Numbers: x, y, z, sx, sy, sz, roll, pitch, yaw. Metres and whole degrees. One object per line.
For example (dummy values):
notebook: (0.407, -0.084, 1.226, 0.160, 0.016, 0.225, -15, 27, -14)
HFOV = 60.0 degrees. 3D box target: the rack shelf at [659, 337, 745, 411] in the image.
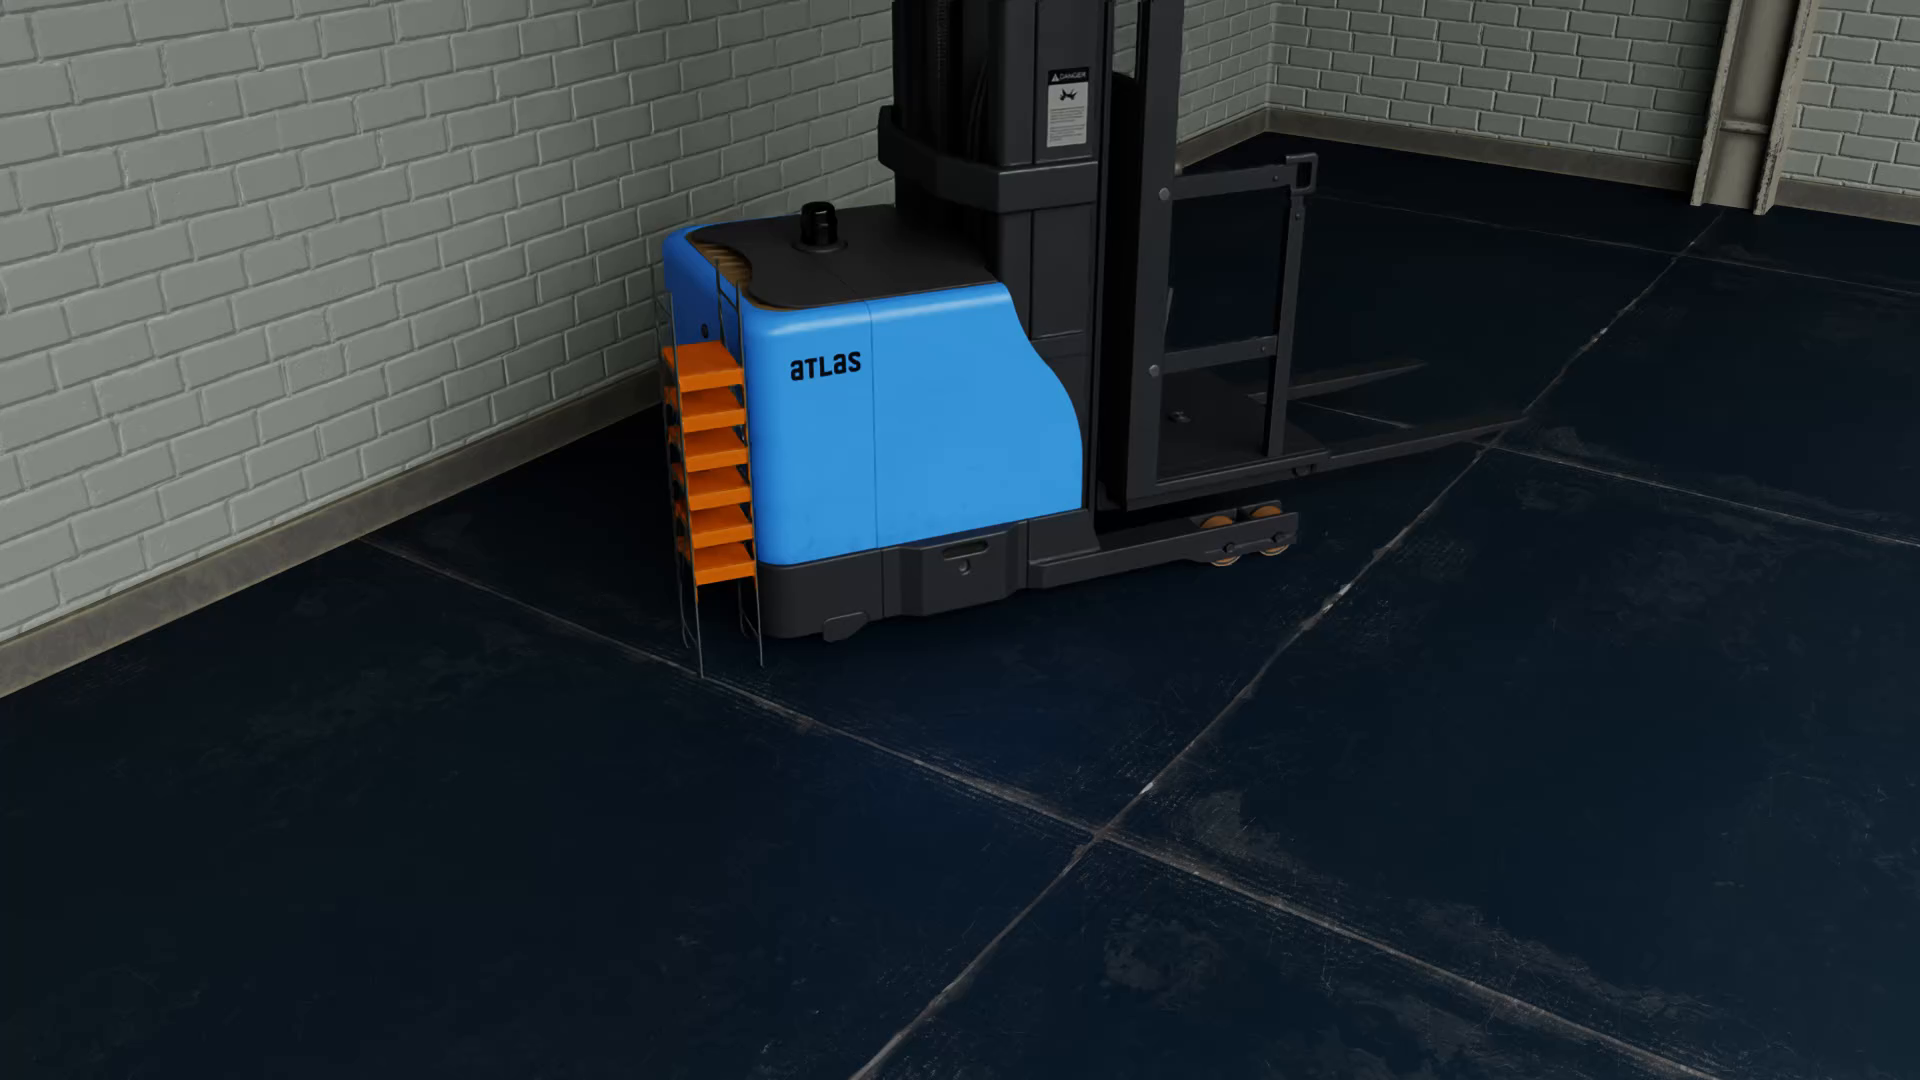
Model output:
rack shelf: (-0.723, -0.467, 4.645, 0.180, 0.103, 0.258, -10, 29, -19)

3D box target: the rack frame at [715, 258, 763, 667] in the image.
rack frame: (-0.639, -0.202, 4.821, 0.006, 1.200, 0.240, -10, 29, -19)

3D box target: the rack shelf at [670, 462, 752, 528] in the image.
rack shelf: (-0.724, -0.147, 4.811, 0.180, 0.103, 0.258, -10, 29, -19)

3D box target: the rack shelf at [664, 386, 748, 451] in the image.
rack shelf: (-0.723, -0.360, 4.701, 0.180, 0.103, 0.258, -10, 29, -19)

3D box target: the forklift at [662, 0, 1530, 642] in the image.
forklift: (0.593, -1.424, 5.317, 3.031, 2.935, 1.130, -11, 29, -21)

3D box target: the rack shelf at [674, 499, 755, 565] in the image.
rack shelf: (-0.724, -0.041, 4.867, 0.180, 0.103, 0.258, -10, 29, -19)

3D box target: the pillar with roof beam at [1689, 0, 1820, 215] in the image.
pillar with roof beam: (1.991, -4.330, 4.337, 0.400, 9.000, 9.100, 17, 32, 30)

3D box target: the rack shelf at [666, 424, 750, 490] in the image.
rack shelf: (-0.723, -0.254, 4.756, 0.180, 0.103, 0.258, -10, 29, -19)

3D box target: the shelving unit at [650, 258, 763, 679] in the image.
shelving unit: (-0.724, -0.187, 4.791, 0.189, 1.200, 0.258, -10, 29, -19)

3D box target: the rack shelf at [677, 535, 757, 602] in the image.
rack shelf: (-0.724, 0.066, 4.922, 0.180, 0.103, 0.258, -10, 29, -19)

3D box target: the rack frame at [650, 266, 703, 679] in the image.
rack frame: (-0.808, -0.171, 4.761, 0.006, 1.200, 0.240, -10, 29, -19)
